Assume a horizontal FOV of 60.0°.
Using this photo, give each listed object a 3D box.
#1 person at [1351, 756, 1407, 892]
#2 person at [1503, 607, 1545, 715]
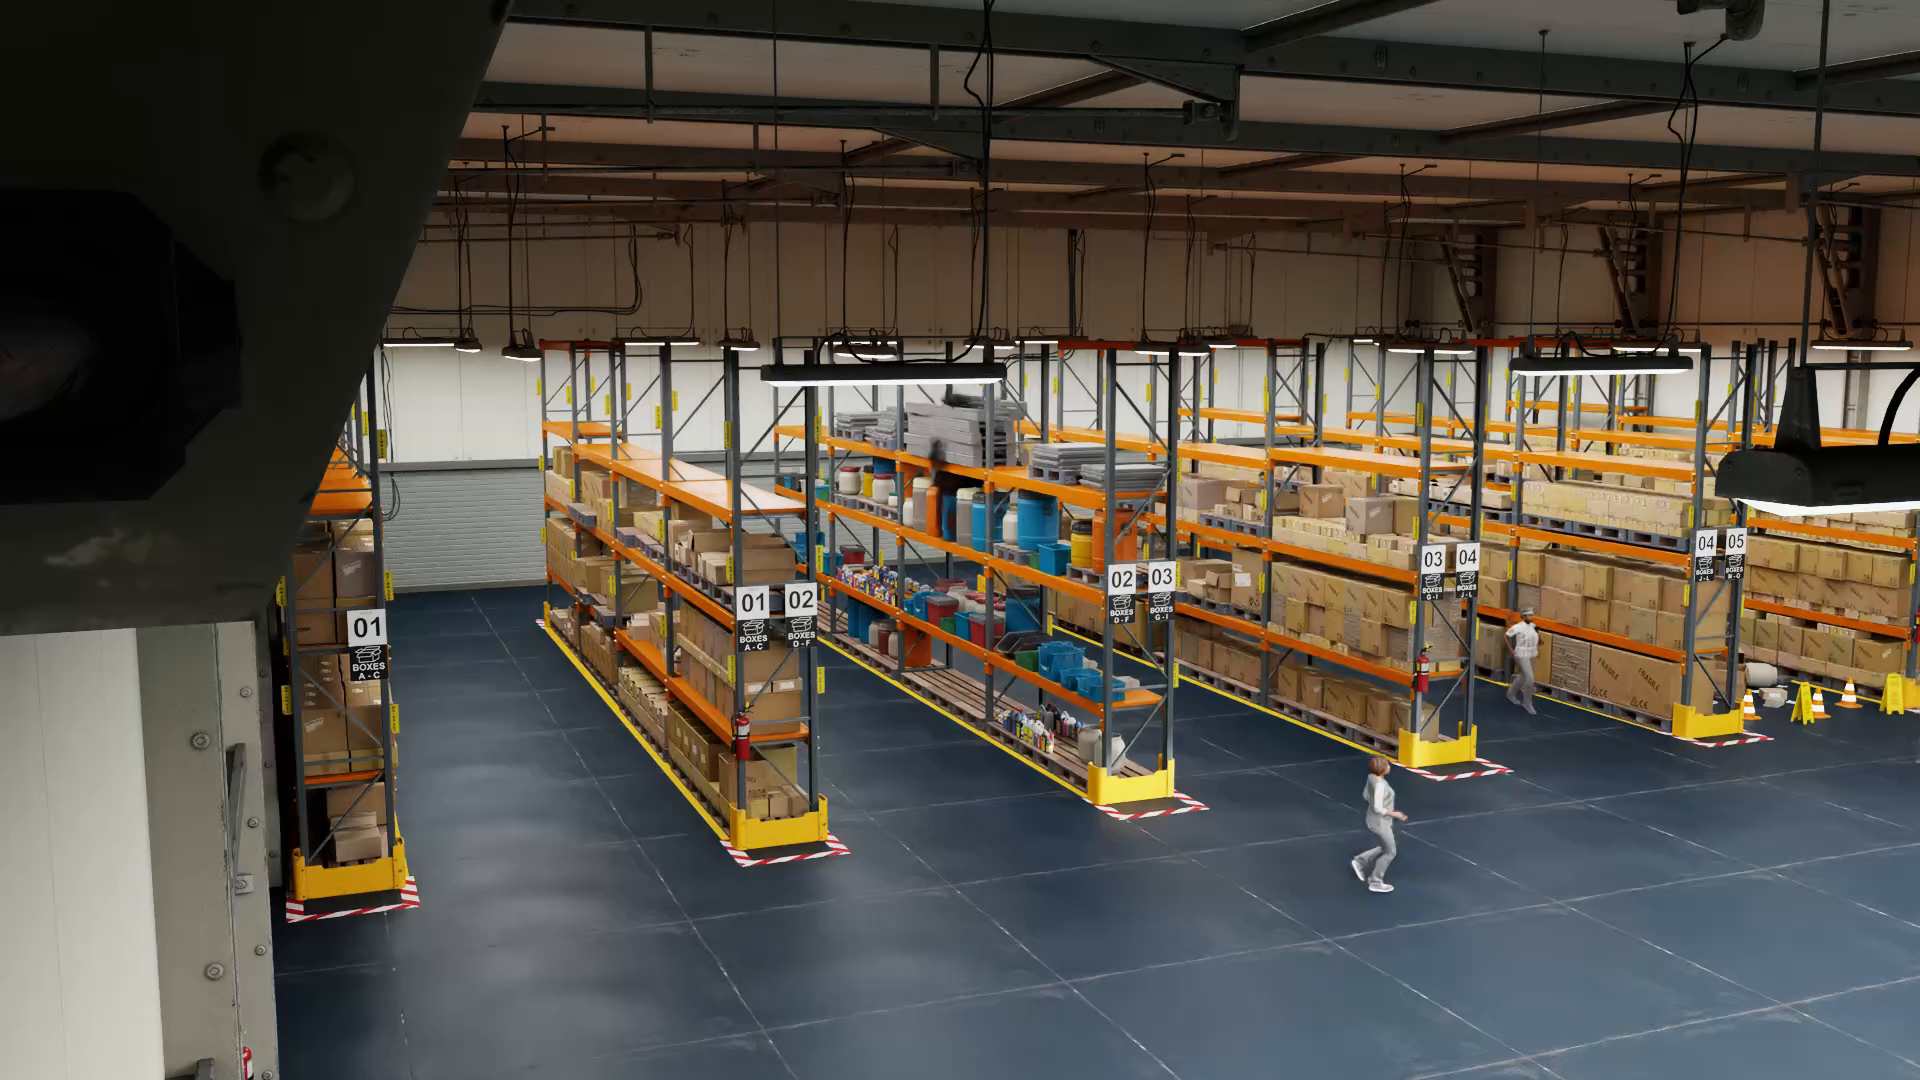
[{"bbox_3d":[4.673,3.162,18.537,0.560,1.550,0.532,0,7,3],"label":"person"},{"bbox_3d":[9.258,1.952,27.282,0.547,1.756,0.777,-5,9,-32],"label":"person"}]
